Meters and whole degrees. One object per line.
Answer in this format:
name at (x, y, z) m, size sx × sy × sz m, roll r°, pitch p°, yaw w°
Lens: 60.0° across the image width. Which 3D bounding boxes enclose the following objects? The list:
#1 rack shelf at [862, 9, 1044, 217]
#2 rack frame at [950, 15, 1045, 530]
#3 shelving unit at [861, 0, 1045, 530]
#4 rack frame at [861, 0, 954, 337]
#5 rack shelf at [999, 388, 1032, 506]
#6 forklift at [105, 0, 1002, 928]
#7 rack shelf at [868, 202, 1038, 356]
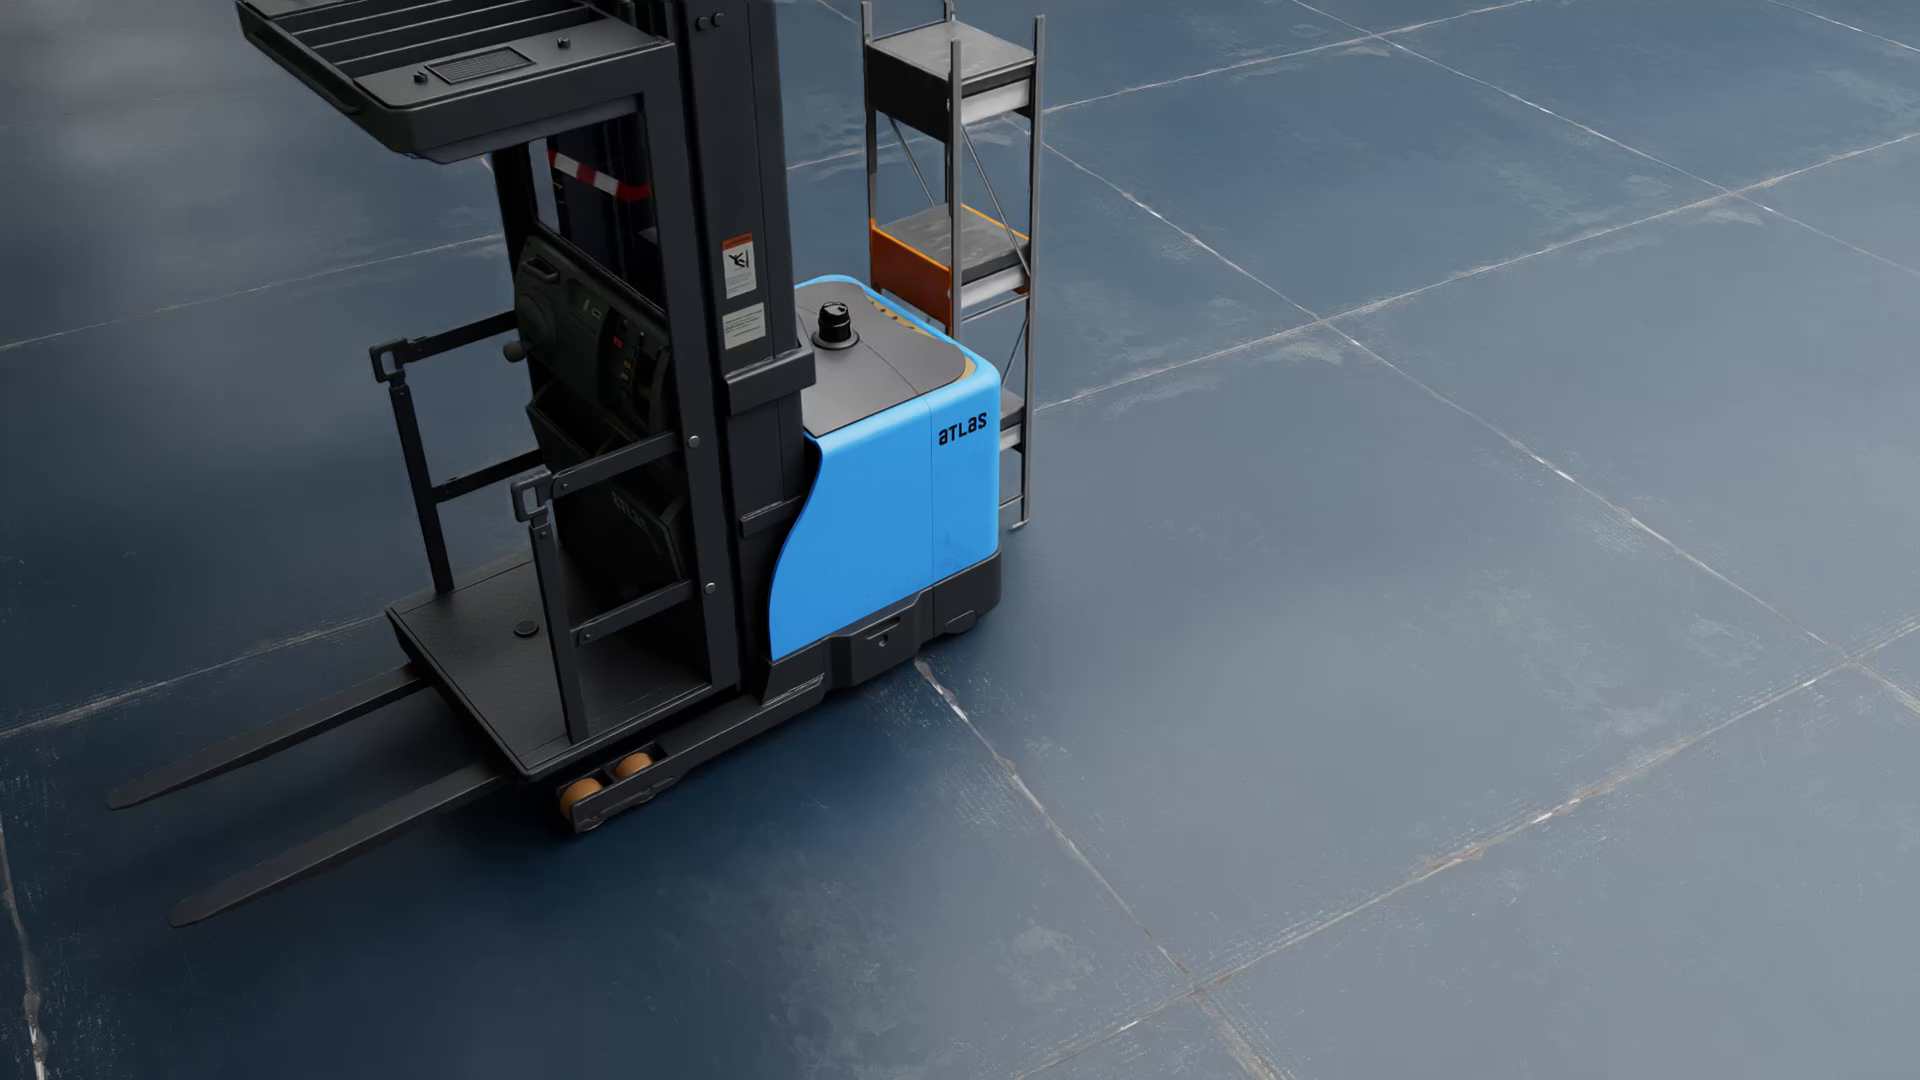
rack shelf at (-0.027, -1.516, 5.882) m, size 0.431 × 0.518 × 0.480 m, roll -26°, pitch 43°, yaw -31°
rack frame at (0.128, -0.851, 6.134) m, size 0.400 × 2.100 × 0.015 m, roll -26°, pitch 43°, yaw -31°
shelving unit at (-0.027, -0.962, 6.287) m, size 0.431 × 2.100 × 0.503 m, roll -26°, pitch 43°, yaw -31°
rack frame at (-0.182, -1.073, 6.439) m, size 0.400 × 2.100 × 0.015 m, roll -26°, pitch 43°, yaw -31°
rack shelf at (-0.027, -0.385, 6.707) m, size 0.431 × 0.518 × 0.480 m, roll -26°, pitch 43°, yaw -31°
forklift at (-1.312, -0.588, 5.070) m, size 3.031 × 2.935 × 1.130 m, roll -25°, pitch 43°, yaw -30°
rack shelf at (-0.027, -0.951, 6.295) m, size 0.431 × 0.518 × 0.480 m, roll -26°, pitch 43°, yaw -31°
